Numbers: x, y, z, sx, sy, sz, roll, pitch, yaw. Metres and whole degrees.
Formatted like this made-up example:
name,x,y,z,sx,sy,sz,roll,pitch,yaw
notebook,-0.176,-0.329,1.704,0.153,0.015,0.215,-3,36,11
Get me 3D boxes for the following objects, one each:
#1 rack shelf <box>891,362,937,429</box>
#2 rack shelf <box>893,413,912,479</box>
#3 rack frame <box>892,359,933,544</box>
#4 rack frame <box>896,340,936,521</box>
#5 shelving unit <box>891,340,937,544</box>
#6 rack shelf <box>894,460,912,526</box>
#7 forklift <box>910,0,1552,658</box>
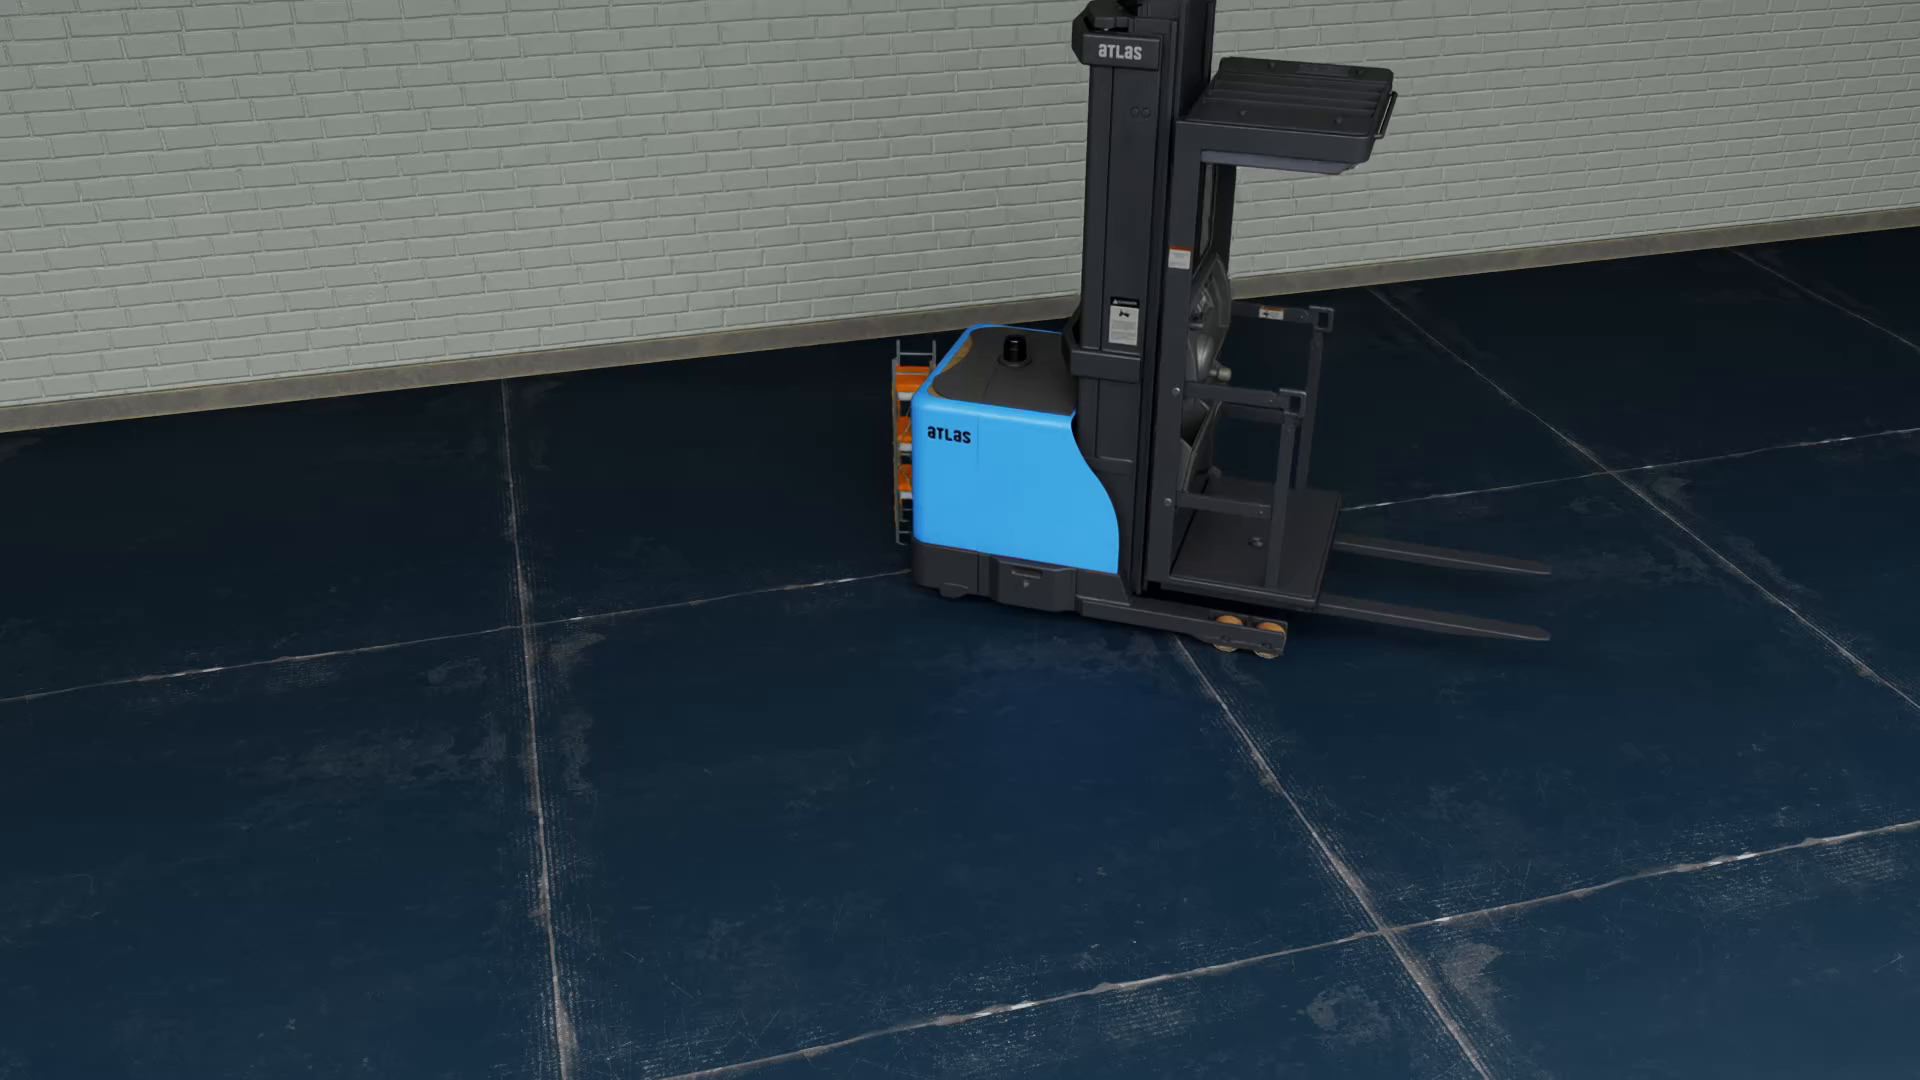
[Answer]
name,x,y,z,sx,sy,sz,roll,pitch,yaw
rack shelf,-0.228,-0.730,8.418,0.215,0.259,0.240,2,30,3
rack shelf,-0.228,-0.484,8.560,0.215,0.259,0.240,2,30,3
rack frame,-0.235,-0.433,8.449,0.200,1.050,0.008,2,30,3
rack frame,-0.221,-0.555,8.660,0.200,1.050,0.008,2,30,3
shelving unit,-0.228,-0.494,8.555,0.215,1.050,0.252,2,30,3
rack shelf,-0.228,-0.244,8.699,0.215,0.259,0.240,2,30,3
forklift,1.329,-1.013,7.575,3.031,2.935,1.130,9,31,15
